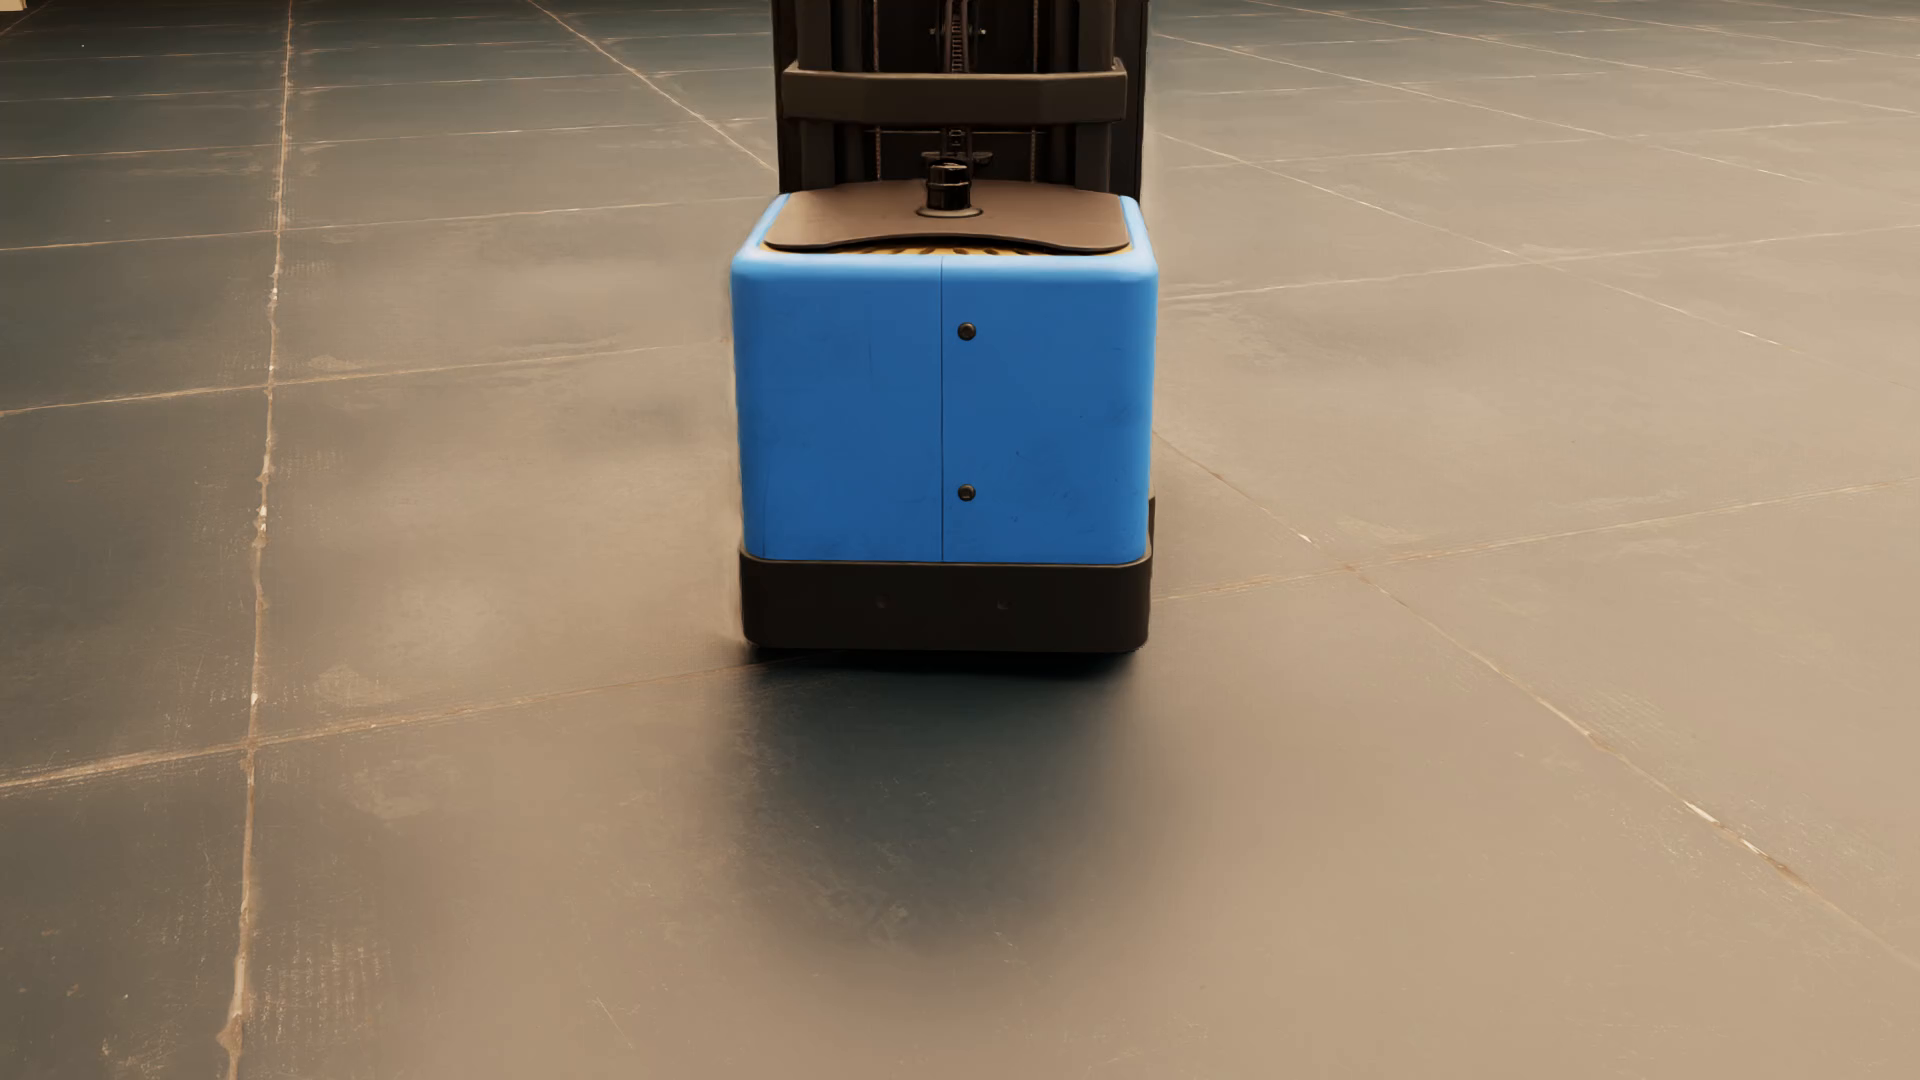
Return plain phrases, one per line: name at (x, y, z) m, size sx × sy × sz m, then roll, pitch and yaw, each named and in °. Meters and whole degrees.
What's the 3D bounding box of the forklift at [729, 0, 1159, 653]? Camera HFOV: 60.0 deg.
forklift at (0.008, -1.590, 5.078) m, size 1.130 × 2.935 × 3.031 m, roll 1°, pitch 23°, yaw 2°
